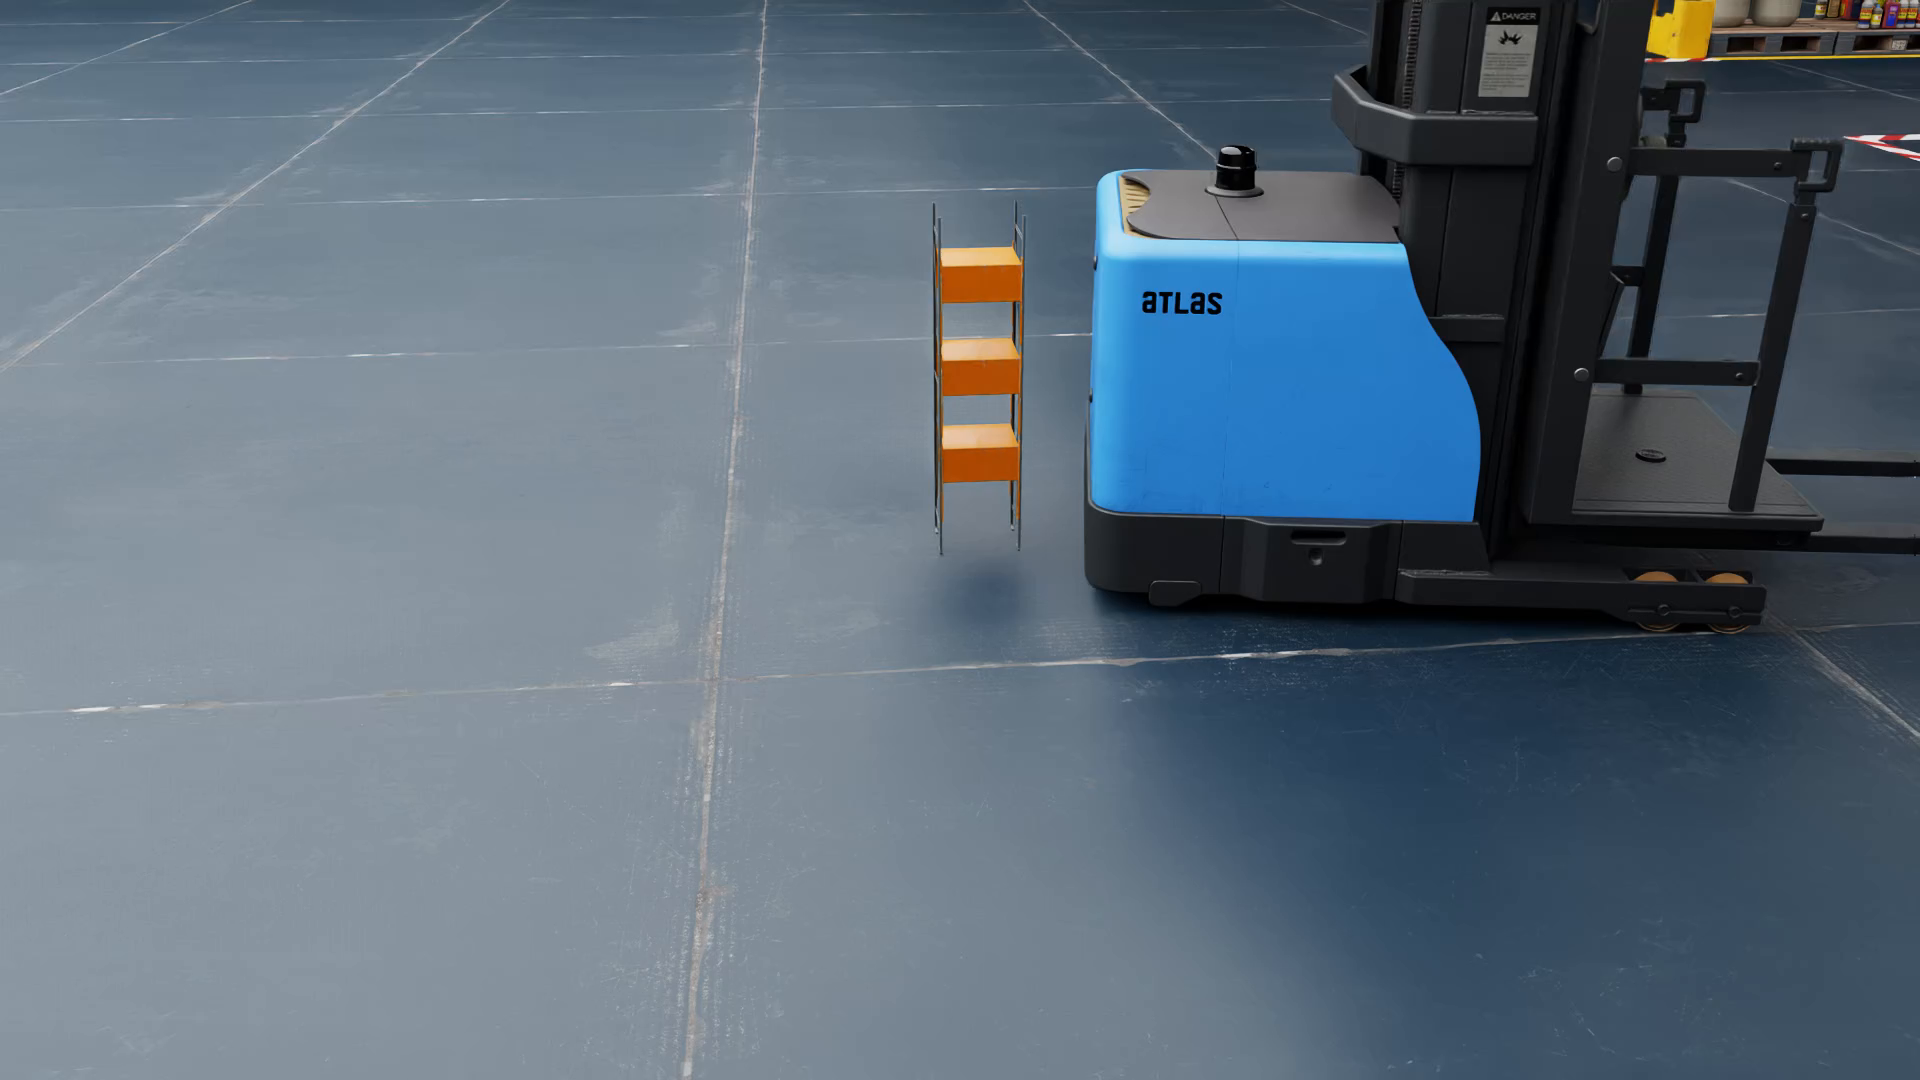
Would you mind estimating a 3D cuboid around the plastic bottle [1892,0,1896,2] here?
[{"bbox_3d":[8.886,-5.083,15.896,0.097,0.201,0.097,0,24,0],"label":"plastic bottle"}]

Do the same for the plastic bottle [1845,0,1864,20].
[{"bbox_3d":[8.539,-5.111,15.858,0.133,0.283,0.061,-2,24,-5],"label":"plastic bottle"}]

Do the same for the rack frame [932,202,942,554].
[{"bbox_3d":[-0.068,-0.477,5.031,0.008,1.050,0.200,-2,24,-5],"label":"rack frame"}]

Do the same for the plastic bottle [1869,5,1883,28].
[{"bbox_3d":[8.428,-4.817,15.298,0.097,0.201,0.097,0,24,0],"label":"plastic bottle"}]

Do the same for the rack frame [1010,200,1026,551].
[{"bbox_3d":[0.175,-0.487,5.053,0.008,1.050,0.200,-2,24,-5],"label":"rack frame"}]

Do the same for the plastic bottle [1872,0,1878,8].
[{"bbox_3d":[8.697,-5.072,15.872,0.097,0.201,0.097,0,24,0],"label":"plastic bottle"}]

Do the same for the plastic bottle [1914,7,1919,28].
[{"bbox_3d":[8.864,-4.835,15.338,0.097,0.201,0.097,0,24,0],"label":"plastic bottle"}]

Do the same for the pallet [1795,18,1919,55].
[{"bbox_3d":[8.581,-4.770,15.721,1.213,0.211,1.003,-2,24,-5],"label":"pallet"}]

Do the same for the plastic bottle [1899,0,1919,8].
[{"bbox_3d":[9.055,-5.113,15.871,0.135,0.276,0.152,-2,24,-5],"label":"plastic bottle"}]

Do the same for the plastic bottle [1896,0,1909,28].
[{"bbox_3d":[8.666,-4.859,15.306,0.097,0.271,0.097,0,24,0],"label":"plastic bottle"}]

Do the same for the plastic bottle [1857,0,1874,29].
[{"bbox_3d":[8.325,-4.845,15.275,0.097,0.271,0.097,0,24,0],"label":"plastic bottle"}]

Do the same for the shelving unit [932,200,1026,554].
[{"bbox_3d":[0.053,-0.482,5.042,0.252,1.050,0.215,-2,24,-5],"label":"shelving unit"}]

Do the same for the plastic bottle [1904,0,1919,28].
[{"bbox_3d":[8.766,-4.863,15.315,0.097,0.271,0.097,0,24,0],"label":"plastic bottle"}]

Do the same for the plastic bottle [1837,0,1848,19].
[{"bbox_3d":[8.528,-5.150,15.956,0.135,0.276,0.152,-2,24,-5],"label":"plastic bottle"}]

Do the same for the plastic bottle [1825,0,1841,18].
[{"bbox_3d":[8.389,-5.167,15.984,0.133,0.283,0.061,-2,24,-4],"label":"plastic bottle"}]

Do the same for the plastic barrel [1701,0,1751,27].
[{"bbox_3d":[7.137,-5.057,15.479,0.421,0.512,0.421,0,24,0],"label":"plastic barrel"}]

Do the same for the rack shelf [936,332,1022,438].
[{"bbox_3d":[0.053,-0.472,5.046,0.240,0.259,0.215,-2,24,-5],"label":"rack shelf"}]

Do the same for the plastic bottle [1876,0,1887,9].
[{"bbox_3d":[8.831,-5.198,15.972,0.185,0.351,0.144,-1,24,-3],"label":"plastic bottle"}]

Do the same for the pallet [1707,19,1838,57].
[{"bbox_3d":[7.370,-4.722,15.615,1.213,0.211,1.003,-2,24,-5],"label":"pallet"}]

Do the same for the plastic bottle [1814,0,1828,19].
[{"bbox_3d":[8.275,-5.117,15.973,0.097,0.201,0.097,0,24,0],"label":"plastic bottle"}]

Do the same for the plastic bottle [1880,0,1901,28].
[{"bbox_3d":[8.552,-4.852,15.276,0.133,0.283,0.061,-2,24,-4],"label":"plastic bottle"}]

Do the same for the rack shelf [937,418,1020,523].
[{"bbox_3d":[0.053,-0.218,5.159,0.240,0.259,0.215,-2,24,-5],"label":"rack shelf"}]

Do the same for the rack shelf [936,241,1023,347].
[{"bbox_3d":[0.053,-0.732,4.931,0.240,0.259,0.215,-2,24,-5],"label":"rack shelf"}]

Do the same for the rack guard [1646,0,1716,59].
[{"bbox_3d":[6.561,-4.824,15.488,0.348,0.500,1.175,-2,24,-5],"label":"rack guard"}]

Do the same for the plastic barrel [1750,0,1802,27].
[{"bbox_3d":[7.636,-5.077,15.524,0.421,0.512,0.421,0,24,0],"label":"plastic barrel"}]

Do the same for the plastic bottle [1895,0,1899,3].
[{"bbox_3d":[9.016,-5.206,15.988,0.185,0.351,0.144,-2,24,-6],"label":"plastic bottle"}]

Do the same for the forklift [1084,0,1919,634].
[{"bbox_3d":[1.903,-1.300,4.566,3.031,2.935,1.130,2,24,3],"label":"forklift"}]
